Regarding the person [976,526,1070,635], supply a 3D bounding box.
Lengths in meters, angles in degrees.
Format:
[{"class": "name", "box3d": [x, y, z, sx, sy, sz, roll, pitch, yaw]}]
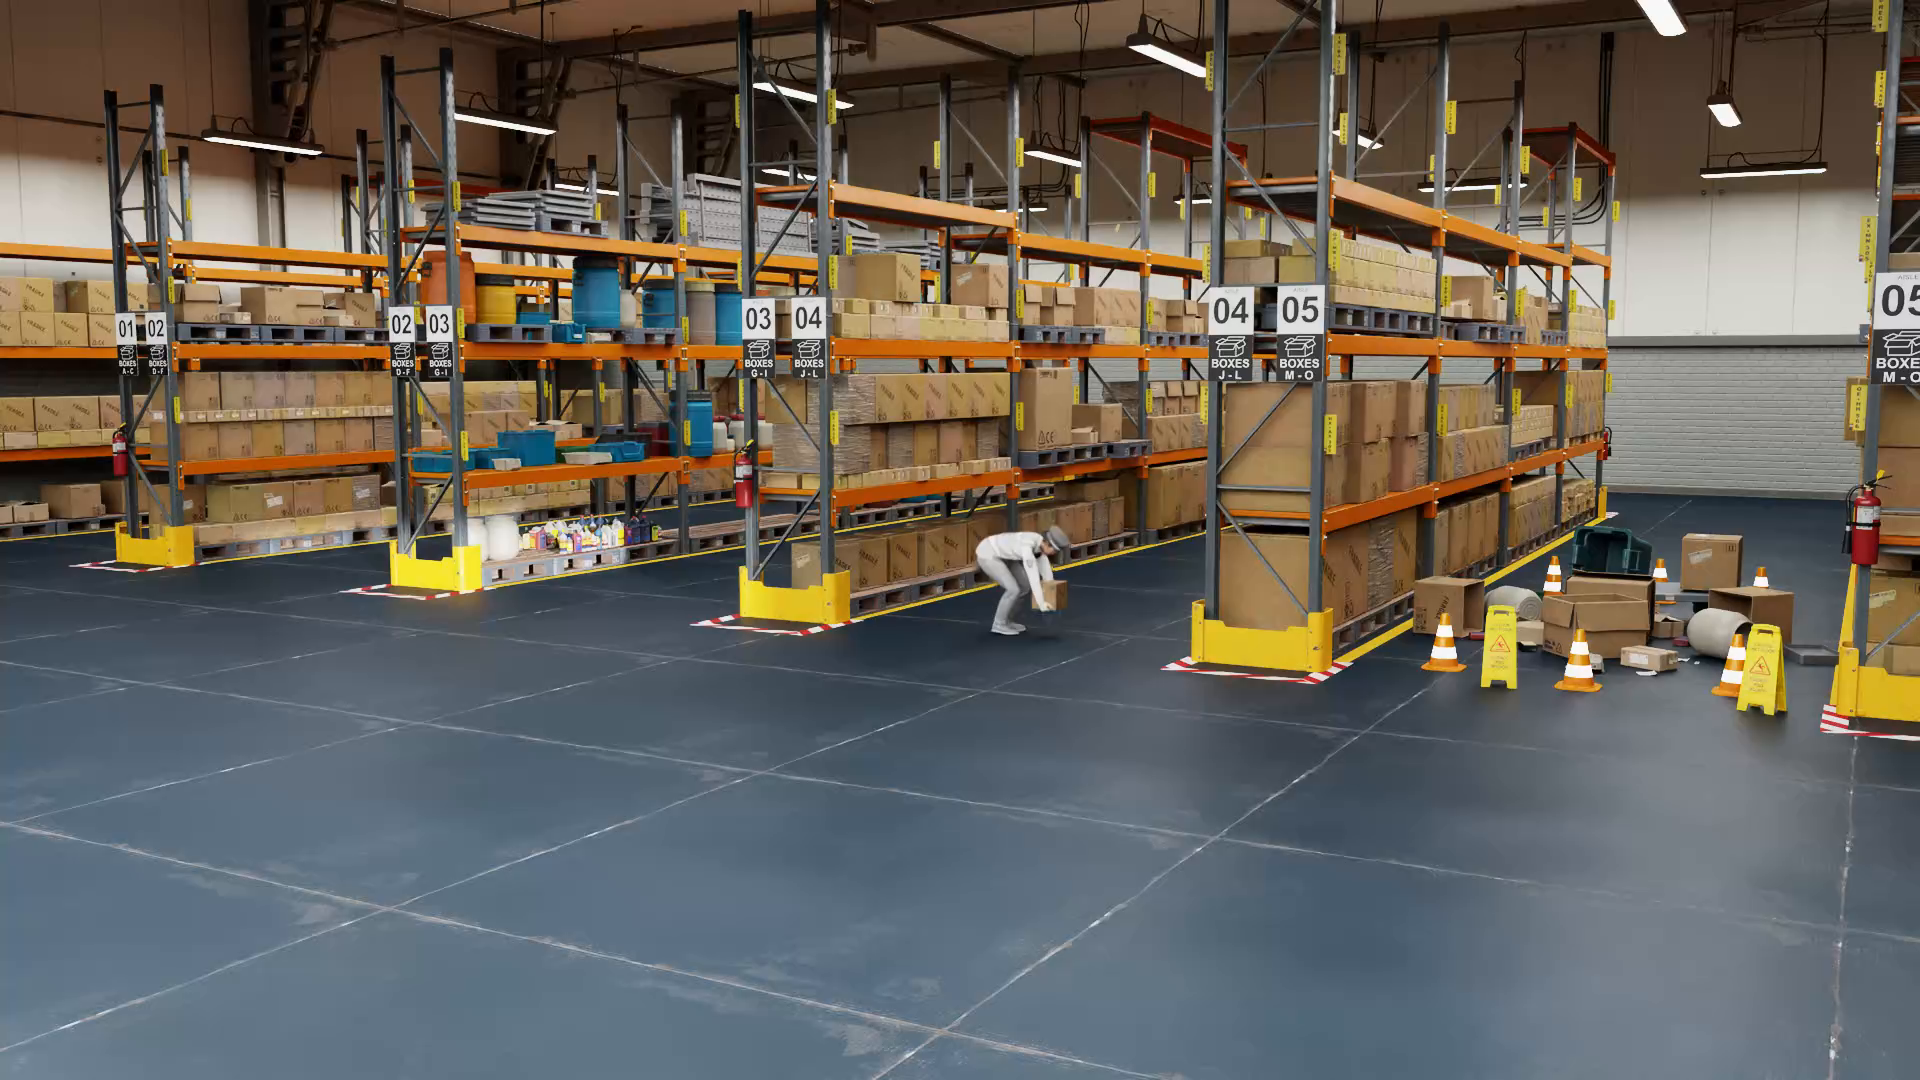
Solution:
[{"class": "person", "box3d": [0.602, 0.373, 15.783, 0.921, 1.048, 0.451, 3, 7, 26]}]
